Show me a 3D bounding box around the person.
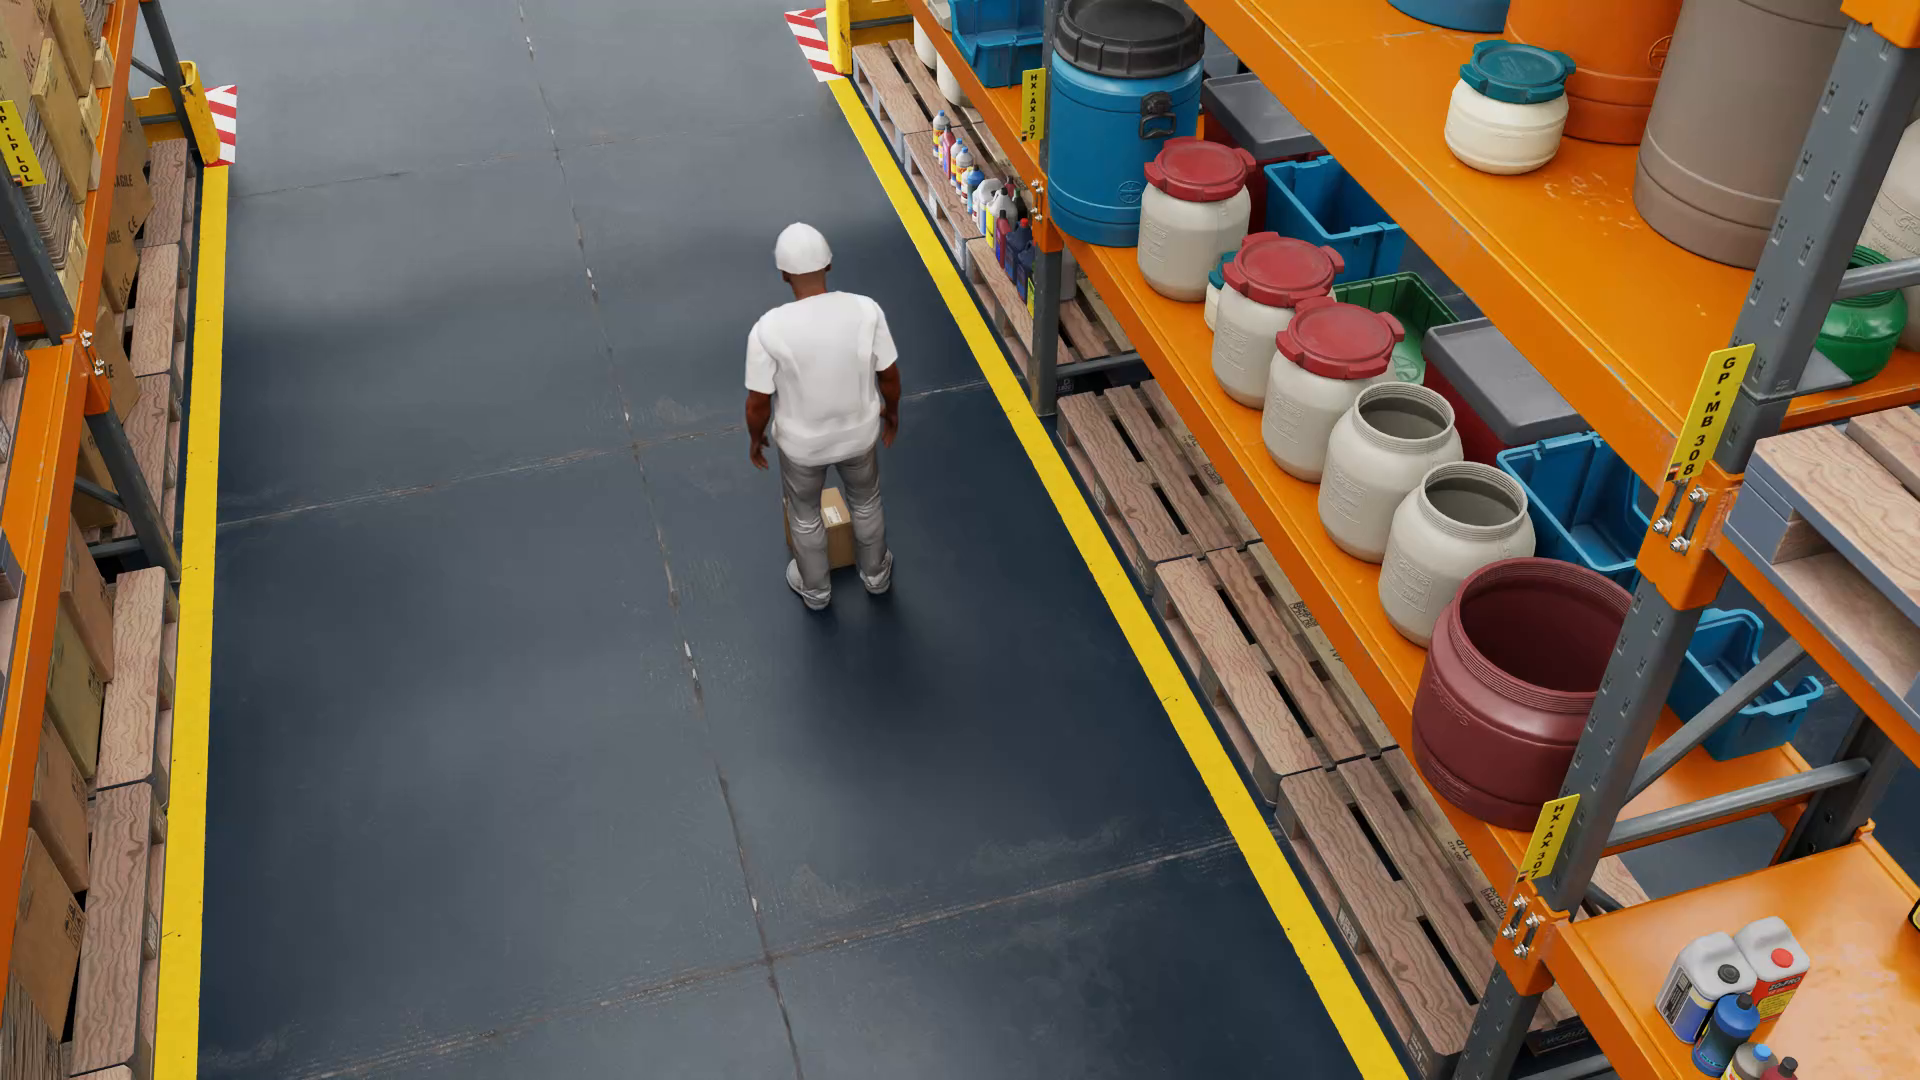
[{"bbox_3d":[-0.542,-0.458,6.656,0.628,1.761,0.461,-12,43,-13],"label":"person"}]
